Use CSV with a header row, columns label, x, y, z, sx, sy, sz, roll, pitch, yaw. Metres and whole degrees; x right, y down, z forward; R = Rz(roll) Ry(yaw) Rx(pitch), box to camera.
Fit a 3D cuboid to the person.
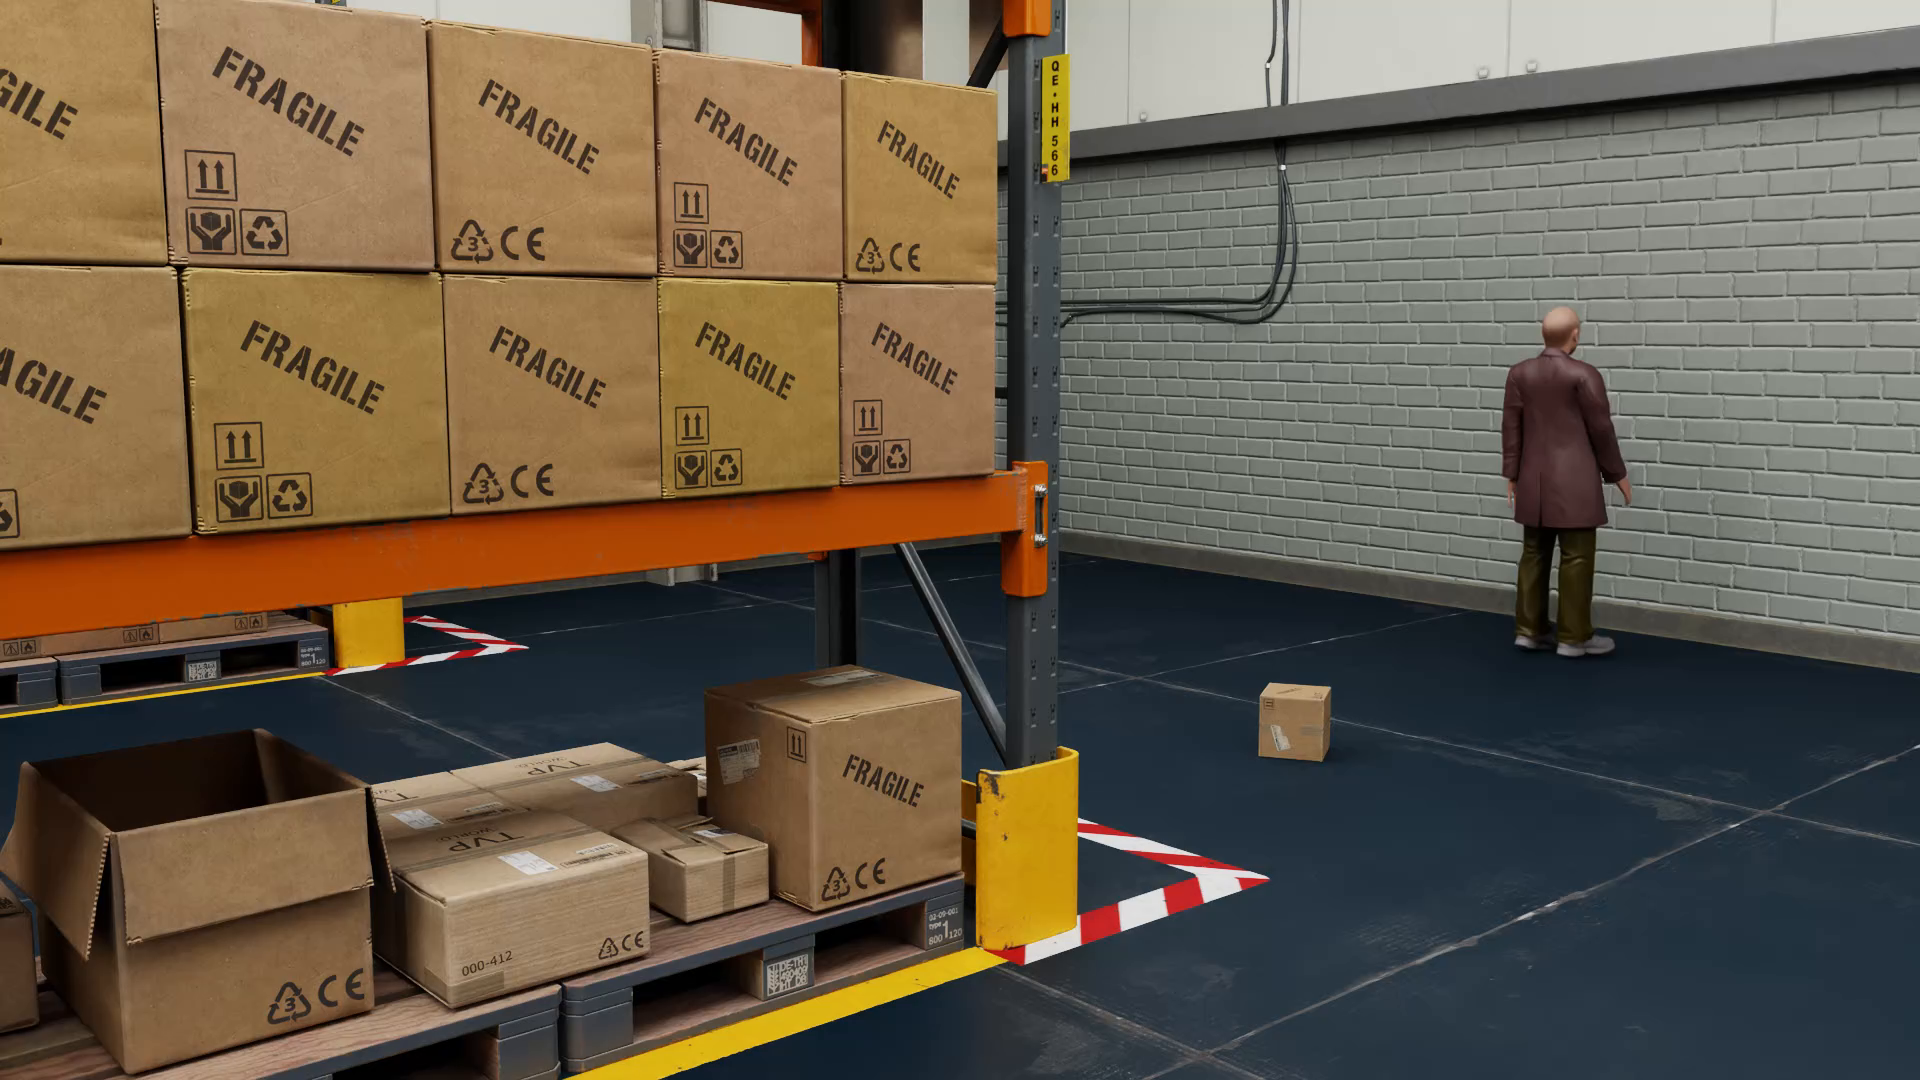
label,x,y,z,sx,sy,sz,roll,pitch,yaw
person,3.128,-0.286,8.553,0.476,1.806,0.589,-5,9,-33
